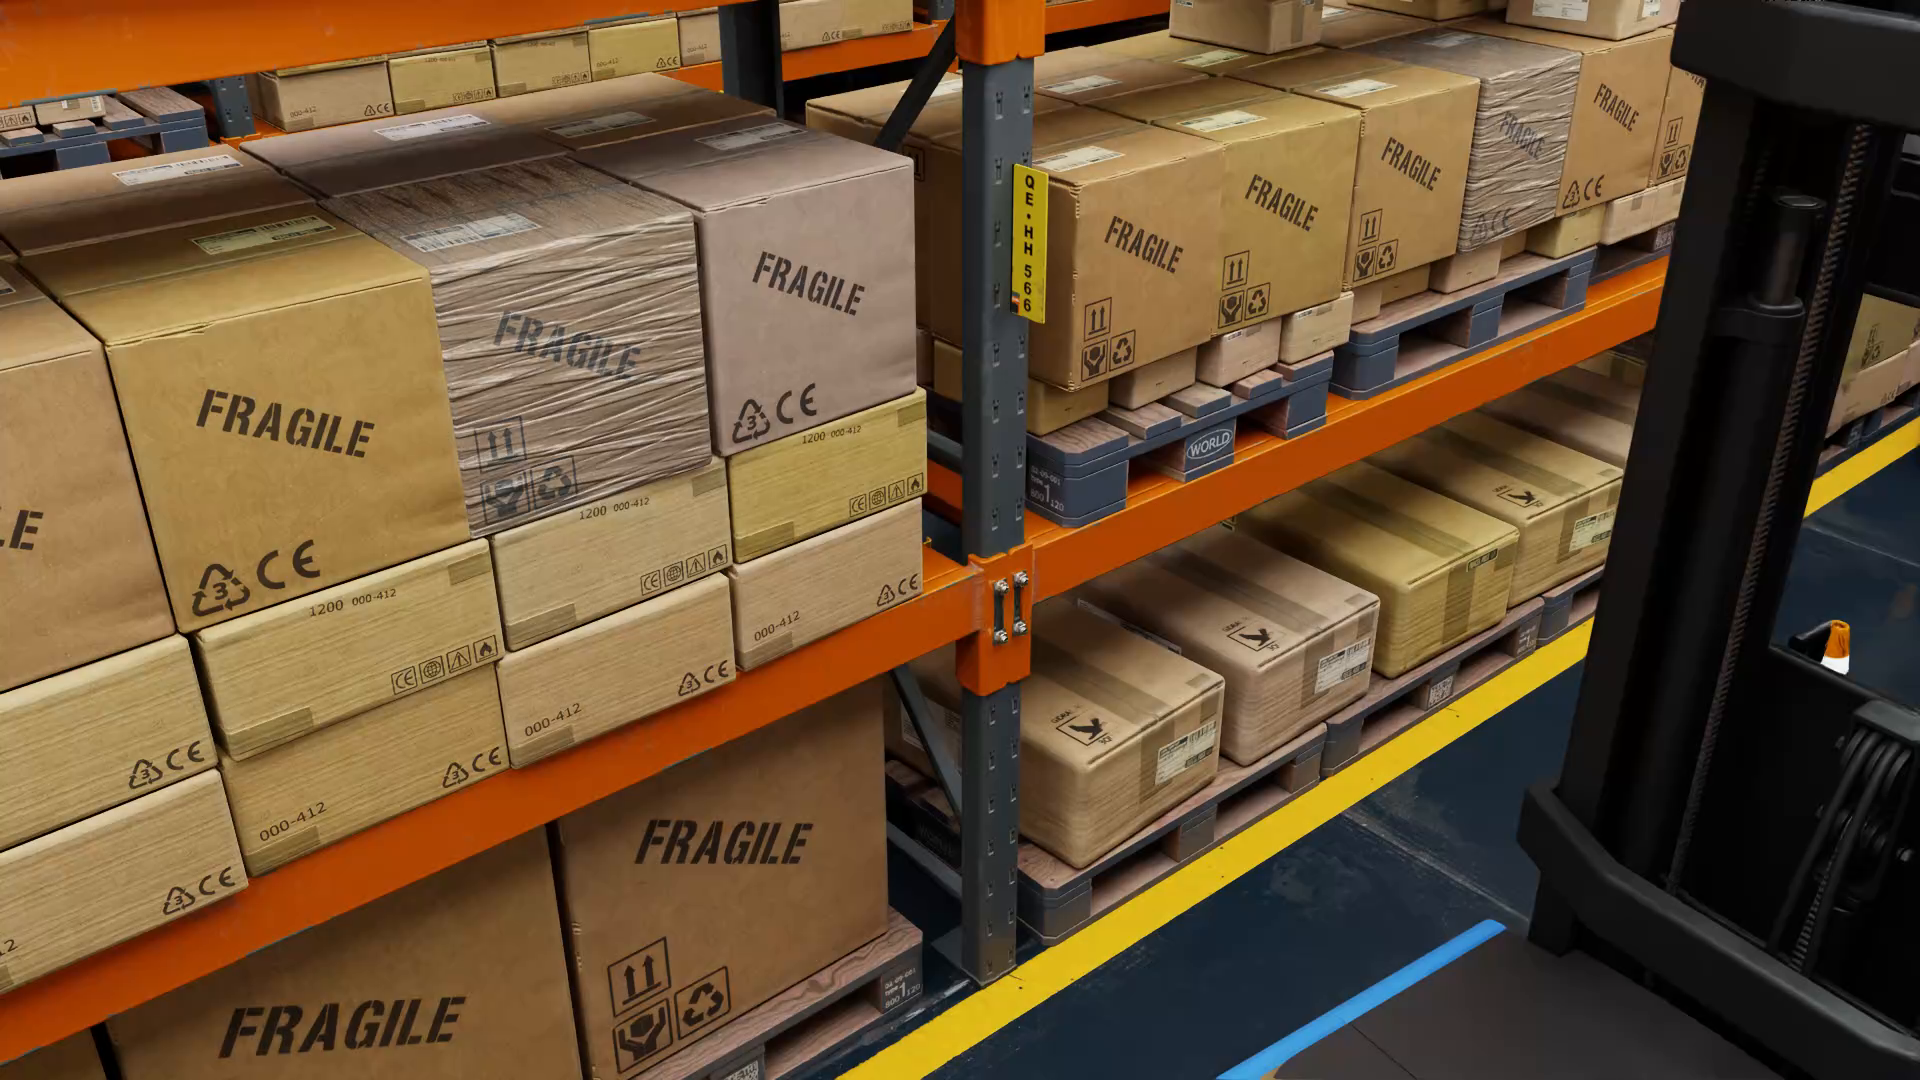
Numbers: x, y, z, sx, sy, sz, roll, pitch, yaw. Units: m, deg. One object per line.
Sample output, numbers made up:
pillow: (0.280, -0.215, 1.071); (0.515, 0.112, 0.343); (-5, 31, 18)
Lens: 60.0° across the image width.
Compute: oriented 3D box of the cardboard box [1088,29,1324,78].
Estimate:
cardboard box: (0.718, -1.225, 4.992); (0.500, 0.500, 0.500); (-25, 37, -38)

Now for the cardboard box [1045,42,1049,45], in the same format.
cardboard box: (0.227, -3.104, 10.788); (0.500, 0.250, 0.500); (-22, 35, -36)

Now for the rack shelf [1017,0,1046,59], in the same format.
rack shelf: (1.305, -1.926, 4.752); (4.000, 0.370, 1.077); (-22, 35, -35)

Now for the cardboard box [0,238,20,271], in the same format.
cardboard box: (-1.911, -0.269, 2.904); (0.500, 0.500, 0.500); (-21, 35, -34)

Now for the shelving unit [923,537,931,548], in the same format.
shelving unit: (0.058, -0.685, 6.440); (1.083, 1.500, 0.587); (-22, 35, -35)

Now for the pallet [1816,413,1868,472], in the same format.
pallet: (3.315, -0.520, 7.500); (1.213, 0.211, 1.003); (-22, 35, -35)

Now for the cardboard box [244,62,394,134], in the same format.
cardboard box: (-2.945, -2.069, 7.598); (0.500, 0.250, 0.500); (-22, 35, -35)

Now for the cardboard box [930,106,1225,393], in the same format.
cardboard box: (0.276, -0.724, 4.054); (0.500, 0.500, 0.500); (-23, 36, -36)

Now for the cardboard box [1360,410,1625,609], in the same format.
cardboard box: (1.884, -0.176, 6.239); (0.625, 0.372, 0.950); (-19, 34, -32)

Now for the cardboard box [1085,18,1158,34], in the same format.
cardboard box: (0.997, -3.411, 11.361); (0.500, 0.250, 0.500); (-23, 36, -36)

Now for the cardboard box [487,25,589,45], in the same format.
cardboard box: (-2.153, -2.596, 8.054); (0.500, 0.250, 0.500); (-23, 36, -36)

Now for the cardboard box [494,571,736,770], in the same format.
cardboard box: (-0.811, 0.168, 3.413); (0.500, 0.250, 0.500); (-21, 35, -34)

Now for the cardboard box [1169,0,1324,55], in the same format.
cardboard box: (0.845, -1.557, 4.925); (0.250, 0.149, 0.380); (-24, 36, -37)

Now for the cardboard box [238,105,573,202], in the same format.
cardboard box: (-1.121, -0.575, 3.477); (0.500, 0.500, 0.500); (-22, 35, -35)

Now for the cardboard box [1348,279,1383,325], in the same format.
cardboard box: (0.982, -0.736, 4.765); (0.250, 0.149, 0.380); (-20, 34, -32)

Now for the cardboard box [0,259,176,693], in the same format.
cardboard box: (-1.597, -0.080, 2.550); (0.500, 0.500, 0.500); (-23, 35, -36)

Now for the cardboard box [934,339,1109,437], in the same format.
cardboard box: (0.151, -0.416, 4.166); (0.250, 0.149, 0.380); (-24, 37, -38)

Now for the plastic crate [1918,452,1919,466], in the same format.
plastic crate: (4.553, -0.431, 7.471); (0.402, 0.080, 0.583); (15, 32, 26)

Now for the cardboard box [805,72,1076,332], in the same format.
cardboard box: (-0.051, -0.908, 4.399); (0.500, 0.500, 0.500); (-23, 36, -36)

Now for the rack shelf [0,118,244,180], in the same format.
rack shelf: (-4.962, -1.158, 6.497); (4.000, 0.370, 1.077); (-22, 35, -35)

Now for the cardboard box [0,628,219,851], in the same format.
cardboard box: (-1.579, 0.258, 2.714); (0.500, 0.250, 0.500); (-23, 36, -36)

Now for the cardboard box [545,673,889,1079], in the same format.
cardboard box: (-0.796, 0.625, 4.207); (0.875, 0.875, 0.875); (-22, 35, -35)

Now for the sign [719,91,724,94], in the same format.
sign: (-0.576, -0.976, 4.249); (0.005, 0.325, 0.100); (-22, 35, -35)

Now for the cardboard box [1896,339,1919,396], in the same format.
cardboard box: (4.251, -0.919, 7.759); (0.500, 0.250, 0.500); (-22, 35, -36)

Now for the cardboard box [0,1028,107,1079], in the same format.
cardboard box: (-2.158, 1.170, 3.187); (0.875, 0.875, 0.875); (-21, 34, -34)

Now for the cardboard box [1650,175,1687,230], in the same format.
cardboard box: (2.229, -1.184, 5.604); (0.250, 0.149, 0.380); (-23, 35, -36)

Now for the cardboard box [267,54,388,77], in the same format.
cardboard box: (-2.929, -2.281, 7.464); (0.500, 0.250, 0.500); (-22, 35, -35)

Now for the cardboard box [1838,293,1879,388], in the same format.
cardboard box: (3.451, -0.919, 6.963); (0.500, 0.500, 0.500); (-20, 34, -33)

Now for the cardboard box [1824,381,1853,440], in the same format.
cardboard box: (3.451, -0.588, 7.140); (0.500, 0.250, 0.500); (-24, 36, -37)

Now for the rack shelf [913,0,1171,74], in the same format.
rack shelf: (1.124, -3.605, 11.077); (4.000, 0.370, 1.077); (-22, 35, -35)

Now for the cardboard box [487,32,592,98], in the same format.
cardboard box: (-2.172, -2.381, 8.182); (0.500, 0.250, 0.500); (-23, 36, -36)

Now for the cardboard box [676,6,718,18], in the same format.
cardboard box: (-1.385, -2.909, 8.639); (0.500, 0.250, 0.500); (-21, 35, -34)

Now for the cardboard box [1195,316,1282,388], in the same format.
cardboard box: (0.626, -0.557, 4.431); (0.250, 0.149, 0.380); (-25, 37, -38)

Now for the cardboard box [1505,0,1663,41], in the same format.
cardboard box: (1.913, -1.649, 5.097); (0.250, 0.149, 0.380); (-24, 36, -37)

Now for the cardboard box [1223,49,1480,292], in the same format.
cardboard box: (1.068, -1.050, 4.666); (0.500, 0.500, 0.500); (-21, 35, -34)

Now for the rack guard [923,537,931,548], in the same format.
rack guard: (-0.321, 0.019, 6.450); (0.087, 0.250, 0.587); (-22, 35, -35)

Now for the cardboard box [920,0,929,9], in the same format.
cardboard box: (0.109, -3.397, 9.818); (0.500, 0.500, 0.500); (-23, 36, -36)

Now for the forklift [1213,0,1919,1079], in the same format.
forklift: (1.869, 0.359, 2.968); (3.031, 2.935, 1.130); (-18, 33, -30)

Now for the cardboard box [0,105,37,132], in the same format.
cardboard box: (-4.033, -1.767, 6.588); (0.500, 0.250, 0.500); (-24, 36, -37)

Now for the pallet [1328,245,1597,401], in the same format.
pallet: (1.263, -0.844, 5.350); (1.213, 0.211, 1.003); (-22, 35, -35)

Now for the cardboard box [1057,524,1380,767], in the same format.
cardboard box: (0.776, 0.267, 5.409); (0.625, 0.372, 0.950); (-23, 36, -36)

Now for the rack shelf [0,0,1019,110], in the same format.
rack shelf: (-1.738, -0.702, 2.462); (4.000, 0.370, 1.077); (-22, 35, -35)

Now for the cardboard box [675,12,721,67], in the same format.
cardboard box: (-1.388, -2.700, 8.779); (0.500, 0.250, 0.500); (-22, 35, -35)

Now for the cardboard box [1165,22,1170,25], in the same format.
cardboard box: (1.735, -3.379, 11.301); (0.500, 0.250, 0.500); (-21, 35, -34)

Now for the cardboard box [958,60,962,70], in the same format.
cardboard box: (0.174, -2.760, 10.142); (0.500, 0.250, 0.500); (-23, 35, -36)

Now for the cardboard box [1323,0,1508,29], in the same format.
cardboard box: (1.518, -1.552, 5.605); (0.500, 0.500, 0.500); (-22, 35, -35)

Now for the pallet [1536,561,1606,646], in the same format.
pallet: (2.235, -0.063, 6.645); (1.213, 0.211, 1.003); (-22, 35, -35)

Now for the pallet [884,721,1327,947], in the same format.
pallet: (0.379, 0.683, 5.248); (1.213, 0.211, 1.003); (-22, 35, -35)

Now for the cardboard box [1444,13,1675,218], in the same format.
cardboard box: (1.851, -1.361, 5.247); (0.500, 0.500, 0.500); (-21, 34, -33)

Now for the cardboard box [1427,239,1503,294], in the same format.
cardboard box: (1.412, -0.893, 5.059); (0.250, 0.149, 0.380); (-21, 34, -33)

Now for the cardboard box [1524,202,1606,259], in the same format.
cardboard box: (1.829, -1.043, 5.340); (0.250, 0.149, 0.380); (-22, 35, -35)

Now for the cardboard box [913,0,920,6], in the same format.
cardboard box: (-0.232, -3.589, 10.178); (0.500, 0.500, 0.500); (-22, 35, -35)

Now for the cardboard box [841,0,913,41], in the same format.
cardboard box: (-0.612, -2.997, 9.334); (0.500, 0.250, 0.500); (-21, 35, -34)

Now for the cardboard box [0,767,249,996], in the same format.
cardboard box: (-1.574, 0.482, 2.825); (0.500, 0.250, 0.500); (-23, 35, -36)

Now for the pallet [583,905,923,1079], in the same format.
pallet: (-0.865, 1.136, 4.401); (1.213, 0.211, 1.003); (-22, 35, -35)

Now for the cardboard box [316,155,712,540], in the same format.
cardboard box: (-0.825, -0.382, 3.115); (0.500, 0.500, 0.500); (-21, 35, -34)

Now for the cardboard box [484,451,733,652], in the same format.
cardboard box: (-0.808, -0.065, 3.318); (0.500, 0.250, 0.500); (-23, 36, -36)

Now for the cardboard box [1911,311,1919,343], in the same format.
cardboard box: (4.246, -1.245, 7.573); (0.500, 0.500, 0.500); (-20, 34, -32)

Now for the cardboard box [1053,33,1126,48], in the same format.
cardboard box: (0.940, -3.069, 10.721); (0.500, 0.250, 0.500); (-21, 34, -33)

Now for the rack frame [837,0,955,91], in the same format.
rack frame: (-0.398, -3.311, 9.762); (0.127, 3.000, 1.000); (-22, 35, -35)
